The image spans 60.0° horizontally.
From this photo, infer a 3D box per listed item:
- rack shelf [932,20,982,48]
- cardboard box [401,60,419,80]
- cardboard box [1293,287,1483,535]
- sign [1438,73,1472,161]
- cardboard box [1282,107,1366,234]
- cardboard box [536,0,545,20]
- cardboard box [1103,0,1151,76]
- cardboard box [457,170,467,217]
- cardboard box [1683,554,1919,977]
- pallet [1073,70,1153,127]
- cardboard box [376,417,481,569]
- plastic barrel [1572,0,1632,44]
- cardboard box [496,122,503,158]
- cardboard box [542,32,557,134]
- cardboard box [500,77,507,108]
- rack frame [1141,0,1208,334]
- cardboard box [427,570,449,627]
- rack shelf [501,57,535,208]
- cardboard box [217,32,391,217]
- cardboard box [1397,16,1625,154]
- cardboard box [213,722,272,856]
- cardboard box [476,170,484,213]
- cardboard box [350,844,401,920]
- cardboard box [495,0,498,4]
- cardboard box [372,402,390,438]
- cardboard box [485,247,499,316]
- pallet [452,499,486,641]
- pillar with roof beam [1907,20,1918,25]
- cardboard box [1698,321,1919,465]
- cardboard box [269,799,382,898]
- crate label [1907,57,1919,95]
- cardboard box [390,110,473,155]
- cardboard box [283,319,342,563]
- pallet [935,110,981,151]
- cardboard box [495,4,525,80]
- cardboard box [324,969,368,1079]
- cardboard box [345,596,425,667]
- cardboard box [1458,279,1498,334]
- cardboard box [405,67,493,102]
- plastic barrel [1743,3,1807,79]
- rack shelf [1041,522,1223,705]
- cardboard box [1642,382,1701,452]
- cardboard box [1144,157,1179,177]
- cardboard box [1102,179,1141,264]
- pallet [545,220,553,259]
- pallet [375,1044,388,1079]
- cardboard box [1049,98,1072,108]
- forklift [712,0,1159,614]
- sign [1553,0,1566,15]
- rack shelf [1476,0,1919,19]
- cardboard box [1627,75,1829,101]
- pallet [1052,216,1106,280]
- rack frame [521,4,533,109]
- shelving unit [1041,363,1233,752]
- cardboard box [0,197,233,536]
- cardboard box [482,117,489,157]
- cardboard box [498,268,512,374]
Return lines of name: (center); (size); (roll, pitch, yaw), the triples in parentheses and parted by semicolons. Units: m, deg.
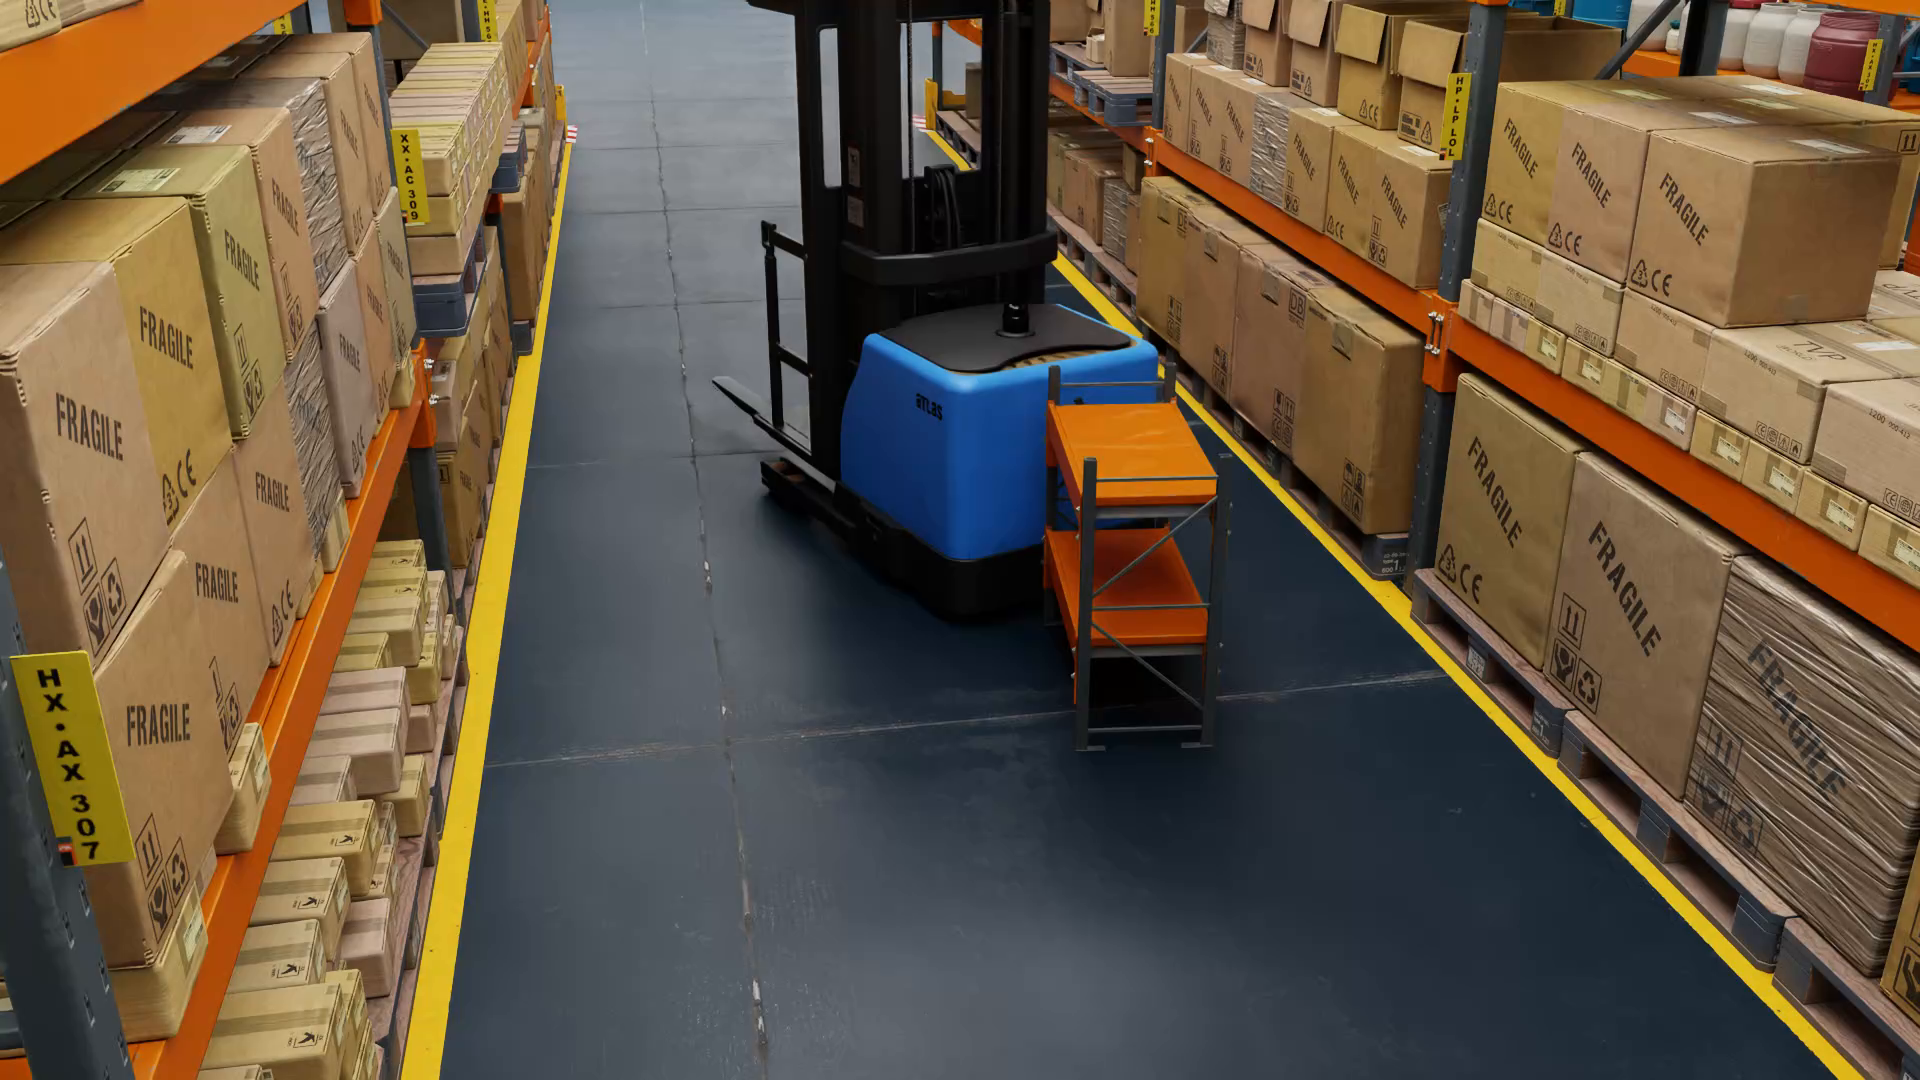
rack shelf: (0.577, -4.769, 15.820); (1.077, 0.370, 4.000); (-4, 24, -10)
cardboard box: (-3.025, -2.654, 9.953); (0.500, 0.500, 0.500); (-4, 24, -9)
cardboard box: (2.288, -0.634, 7.584); (1.225, 0.875, 0.875); (-4, 24, -10)
sign: (1.894, -1.616, 6.354); (0.100, 0.325, 0.005); (-4, 24, -10)
cardboard box: (1.883, -1.775, 7.941); (0.500, 0.500, 0.500); (-5, 24, -10)
cardboard box: (-4.450, -5.269, 15.880); (0.875, 0.550, 0.550); (-4, 24, -10)
cardboard box: (1.346, -3.398, 11.134); (0.700, 0.500, 0.500); (-1, 24, -2)
cardboard box: (-2.138, -1.342, 6.493); (0.380, 0.149, 0.250); (-5, 24, -11)
cardboard box: (2.800, 0.586, 4.791); (0.875, 0.875, 0.875); (-4, 24, -10)
pallet: (1.450, -2.923, 10.935); (1.213, 0.211, 1.003); (-4, 24, -10)
cardboard box: (-2.343, -0.195, 7.047); (0.500, 0.500, 0.500); (-3, 24, -8)
plastic barrel: (5.588, -4.734, 14.215); (0.600, 0.901, 0.708); (-4, 24, -10)
cardboard box: (-2.529, -2.031, 8.442); (0.380, 0.149, 0.250); (-5, 24, -10)
cardboard box: (-4.496, -4.515, 16.470); (0.875, 0.875, 0.875); (-4, 24, -9)
cardboard box: (-2.617, -2.359, 8.822); (0.380, 0.149, 0.250); (-3, 24, -8)
rack frame: (1.686, -2.739, 10.273); (1.000, 3.000, 0.127); (-4, 24, -10)
cardboard box: (-2.097, 0.240, 6.118); (0.380, 0.149, 0.250); (-4, 24, -9)
rack shelf: (-3.577, -2.868, 11.468); (1.077, 0.370, 4.000); (-4, 24, -10)
cardboard box: (-2.115, -1.313, 5.264); (0.500, 0.500, 0.500); (-5, 24, -12)
cardboard box: (2.300, -1.921, 7.023); (0.797, 0.503, 0.637); (-5, 24, -11)
cardboard box: (-1.550, 0.492, 3.189); (0.380, 0.149, 0.250); (-5, 24, -11)
cardboard box: (-2.280, -1.510, 7.250); (0.380, 0.149, 0.250); (-5, 24, -12)
cardboard box: (-1.809, 1.012, 4.722); (0.380, 0.149, 0.250); (-4, 24, -10)
cardboard box: (-3.849, -4.294, 12.459); (0.700, 0.500, 0.500); (-5, 24, -11)
cardboard box: (-2.039, -0.425, 5.289); (0.380, 0.149, 0.250); (-3, 24, -8)
cardboard box: (-2.719, -1.354, 8.765); (0.500, 0.250, 0.500); (-4, 24, -9)
pallet: (-2.613, 0.134, 7.180); (1.003, 0.211, 1.213); (-4, 24, -10)
pillar with roof beam: (10.450, -11.564, 22.985); (9.100, 9.000, 0.400); (-4, 24, -10)
cardboard box: (2.527, -0.435, 4.813); (0.500, 0.250, 0.500); (-4, 24, -10)
cardboard box: (-1.753, 0.829, 4.397); (0.380, 0.149, 0.250); (-4, 24, -9)
crate label: (6.844, -3.222, 11.588); (0.303, 0.233, 0.416); (-4, 24, -10)
cardboard box: (-2.234, -1.685, 6.907); (0.380, 0.149, 0.250); (-5, 24, -10)
cardboard box: (-1.842, -0.246, 4.069); (0.500, 0.500, 0.500); (-5, 24, -11)
pallet: (0.336, -4.255, 17.229); (1.003, 0.211, 1.213); (-4, 24, -10)
cardboard box: (-3.494, -3.646, 12.226); (0.500, 0.500, 0.500); (-5, 24, -10)
cardboard box: (-1.640, 1.178, 3.972); (0.380, 0.149, 0.250); (-4, 24, -8)
cardboard box: (-2.006, 0.319, 5.565); (0.380, 0.149, 0.250); (-5, 24, -10)
cardboard box: (2.154, -0.909, 6.398); (0.380, 0.149, 0.250); (-4, 24, -10)
cardboard box: (-2.481, -2.200, 8.086); (0.380, 0.149, 0.250); (-4, 24, -10)
plastic barrel: (6.076, -3.711, 12.359); (0.421, 0.512, 0.421); (0, 24, 0)
rack shelf: (0.631, 0.258, 6.364); (0.538, 0.278, 1.000); (-2, 24, -3)
cardboard box: (2.394, -0.399, 5.230); (0.380, 0.149, 0.250); (-4, 24, -9)
cardboard box: (1.533, -2.400, 11.133); (0.500, 0.250, 0.500); (-3, 24, -8)
cardboard box: (1.428, -2.274, 11.782); (0.700, 0.500, 0.500); (-6, 24, -14)
pallet: (-3.730, -2.409, 13.002); (1.003, 0.211, 1.213); (-4, 24, -10)
pallet: (-1.857, 1.661, 3.682); (1.003, 0.211, 1.213); (-4, 24, -10)
cardboard box: (0.799, -3.744, 15.173); (0.500, 0.500, 0.500); (3, 24, 7)
forklift: (-0.328, -1.584, 7.714); (1.130, 2.935, 3.031); (-13, 27, -28)
sign: (5.271, -4.769, 14.576); (0.100, 0.325, 0.005); (-4, 24, -10)
rack shelf: (2.796, -1.423, 4.413); (1.077, 0.370, 4.000); (-4, 24, -10)
cardboard box: (2.774, -1.415, 6.122); (0.500, 0.500, 0.500); (-4, 24, -8)
pallet: (1.321, -2.247, 12.631); (1.003, 0.211, 1.213); (-4, 24, -10)
rack frame: (-3.947, -3.985, 13.126); (1.000, 3.000, 0.127); (-4, 24, -10)
shelving unit: (0.631, 0.034, 6.266); (0.538, 1.125, 1.048); (-2, 24, -3)
cardboard box: (-1.649, -0.299, 2.941); (0.500, 0.500, 0.500); (-4, 24, -8)
cardboard box: (-2.379, -1.856, 7.668); (0.380, 0.149, 0.250); (-5, 24, -11)
cardboard box: (-2.828, -1.219, 9.391); (0.500, 0.500, 0.500); (-4, 24, -10)
